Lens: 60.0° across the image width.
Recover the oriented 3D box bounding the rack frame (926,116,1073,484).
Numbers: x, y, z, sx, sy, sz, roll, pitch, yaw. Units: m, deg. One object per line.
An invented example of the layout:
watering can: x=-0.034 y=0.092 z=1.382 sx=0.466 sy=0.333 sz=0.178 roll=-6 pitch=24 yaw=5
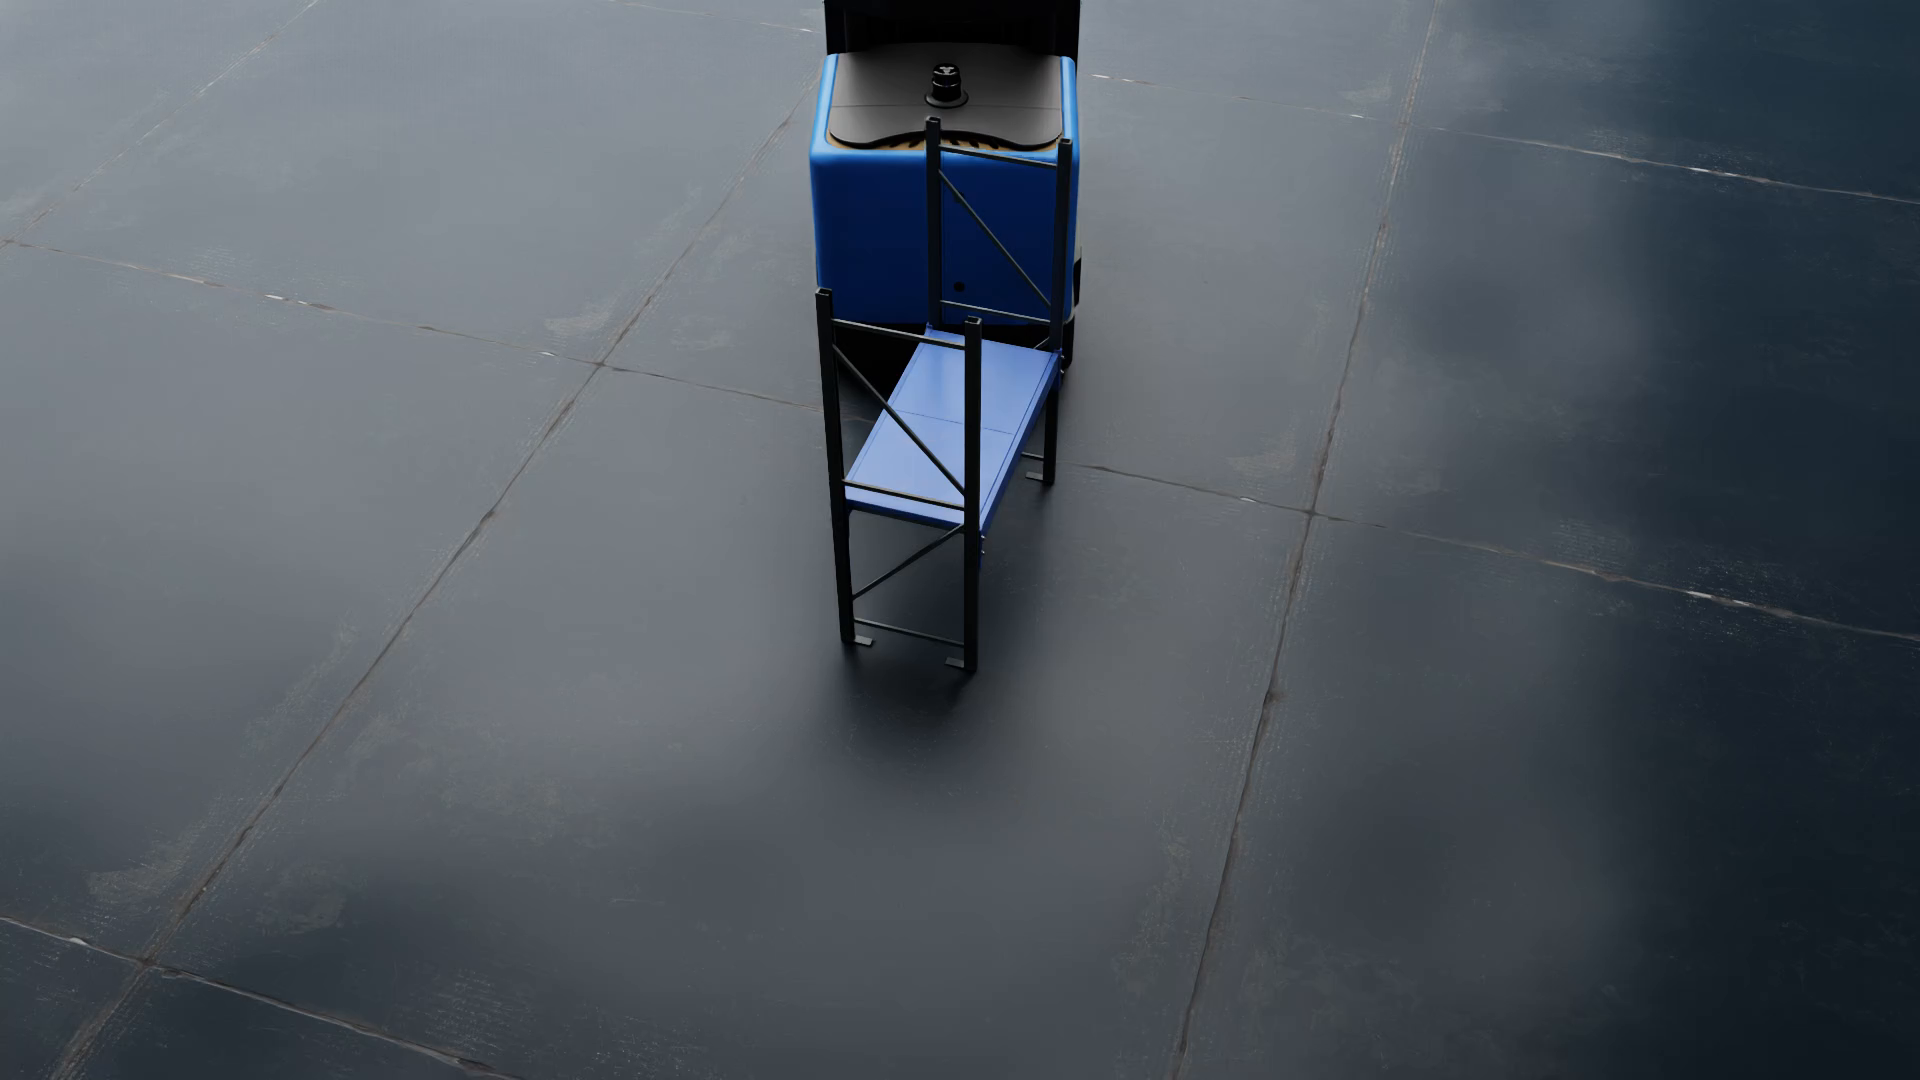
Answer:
rack frame: x=0.128 y=-0.818 z=6.014 sx=0.500 sy=1.500 sz=0.032 roll=13 pitch=46 yaw=12

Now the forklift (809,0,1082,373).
forklift: x=-0.027 y=-2.742 z=6.956 sx=1.130 sy=2.935 sz=3.031 roll=1 pitch=44 yaw=1

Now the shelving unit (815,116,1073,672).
shelving unit: x=-0.026 y=-0.479 z=5.667 sx=0.538 sy=1.500 sz=1.048 roll=13 pitch=46 yaw=12

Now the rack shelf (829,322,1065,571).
rack shelf: x=-0.026 y=-0.351 z=5.793 sx=0.538 sy=0.185 sz=1.000 roll=13 pitch=46 yaw=12

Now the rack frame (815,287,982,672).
rack frame: x=-0.180 y=-0.140 z=5.321 sx=0.500 sy=1.500 sz=0.032 roll=13 pitch=46 yaw=12
